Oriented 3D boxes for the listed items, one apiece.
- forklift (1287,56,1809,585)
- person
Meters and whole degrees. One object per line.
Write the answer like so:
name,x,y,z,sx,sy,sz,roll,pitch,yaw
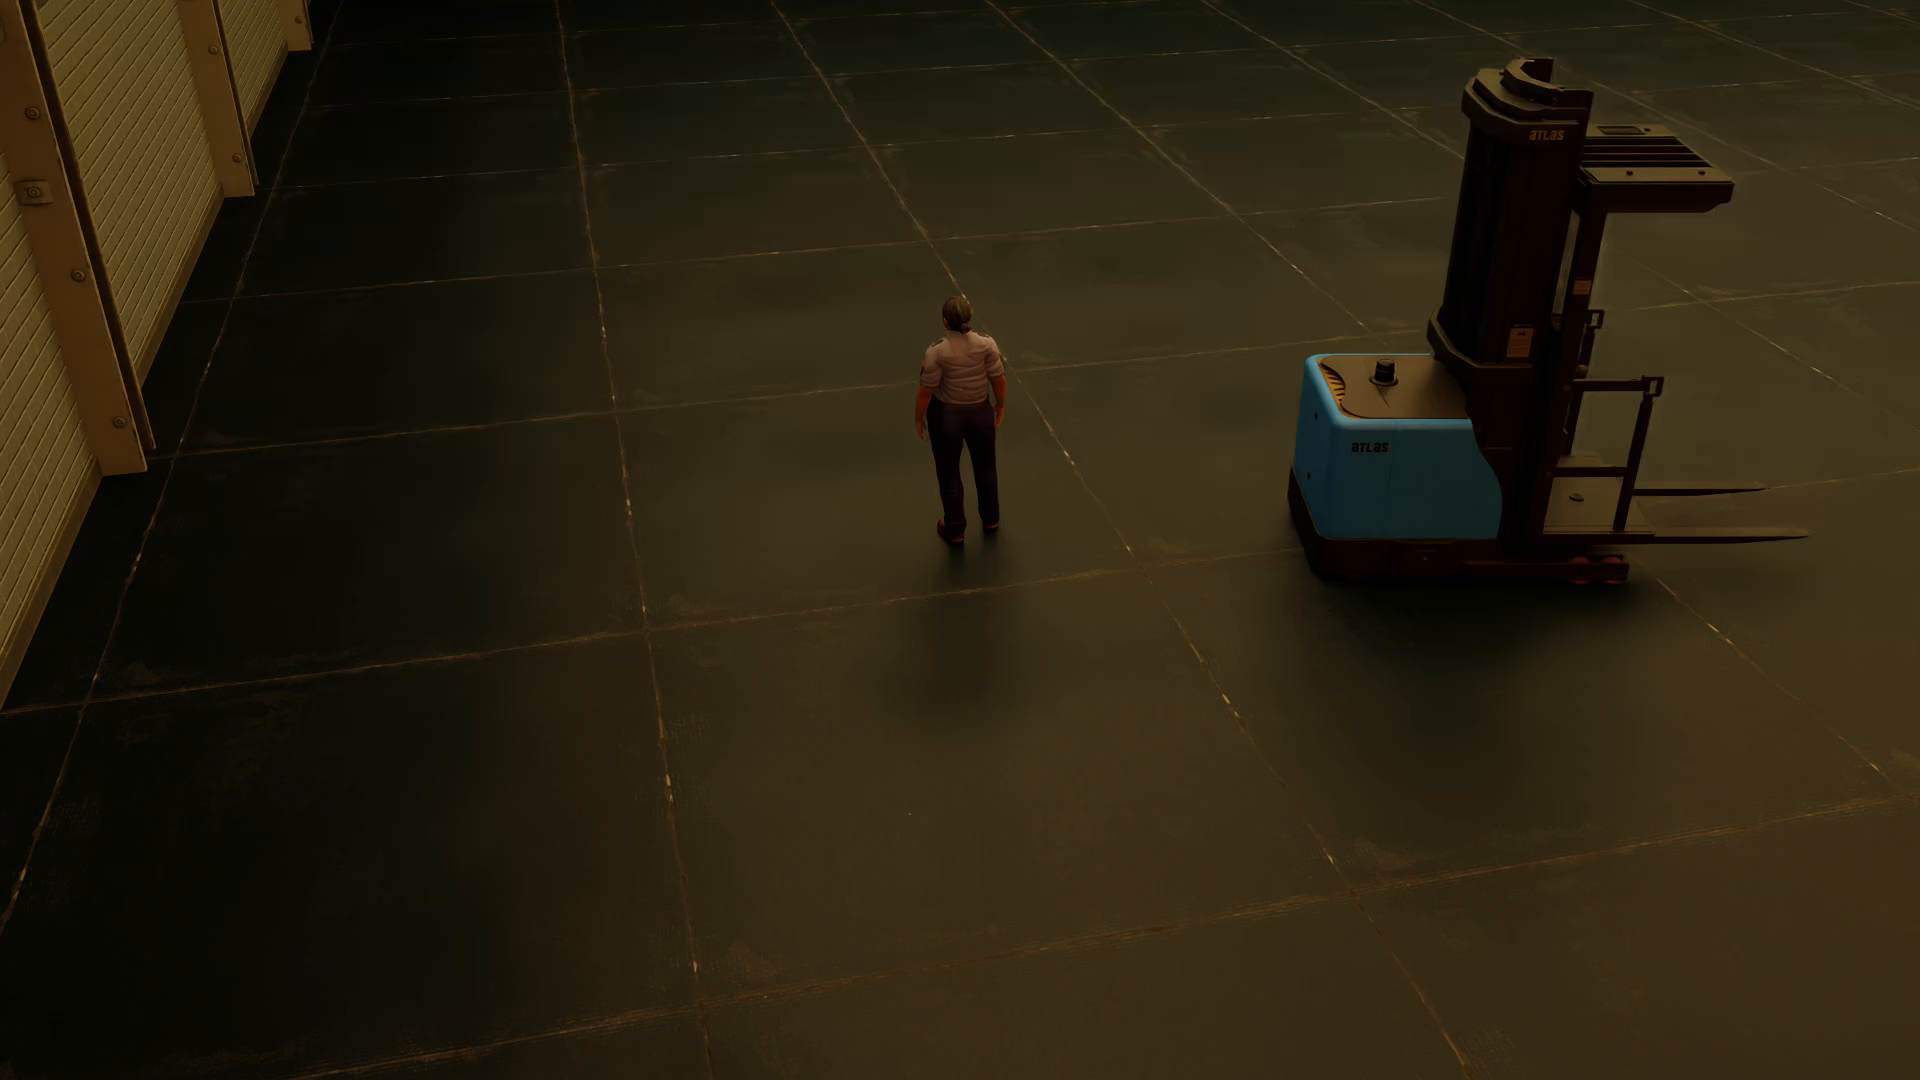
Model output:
forklift,3.647,-1.266,9.761,3.031,2.935,1.130,0,30,0
person,0.001,-0.766,10.163,0.598,1.651,0.503,-7,31,-12
